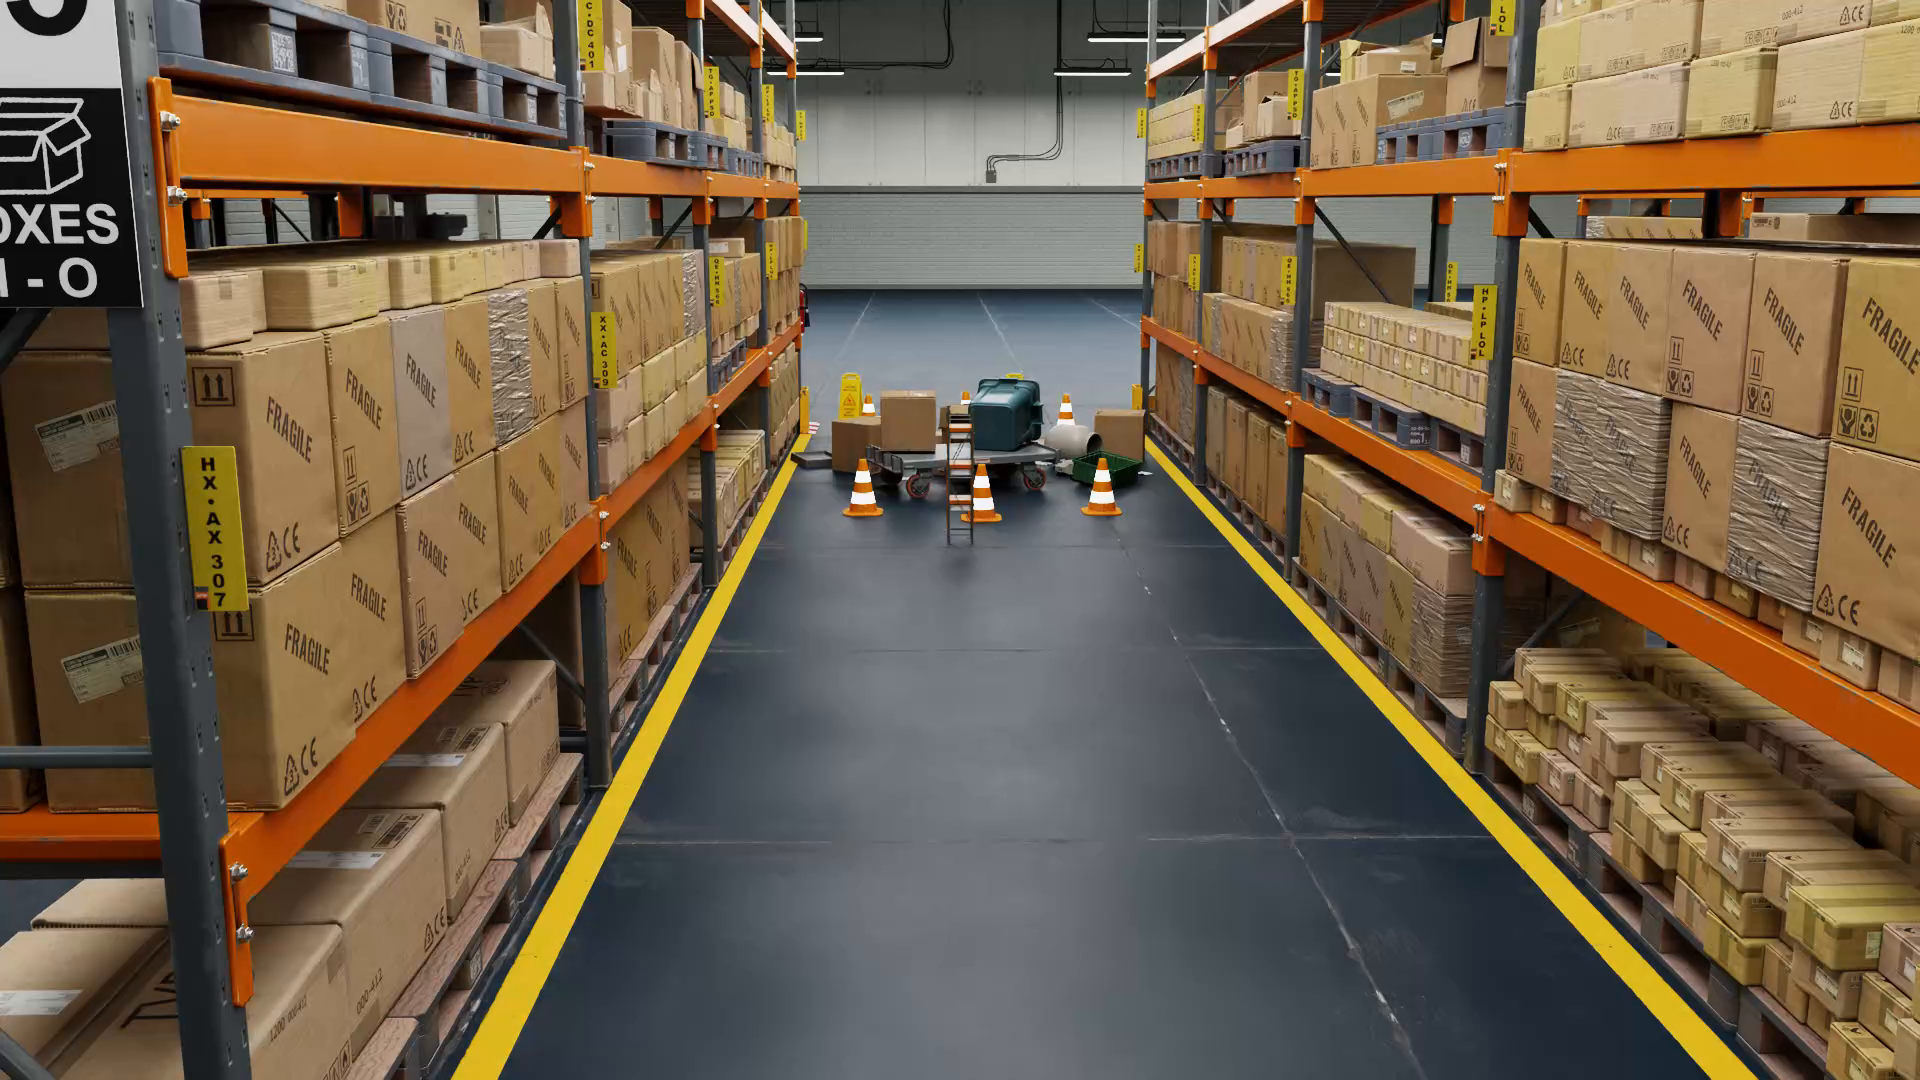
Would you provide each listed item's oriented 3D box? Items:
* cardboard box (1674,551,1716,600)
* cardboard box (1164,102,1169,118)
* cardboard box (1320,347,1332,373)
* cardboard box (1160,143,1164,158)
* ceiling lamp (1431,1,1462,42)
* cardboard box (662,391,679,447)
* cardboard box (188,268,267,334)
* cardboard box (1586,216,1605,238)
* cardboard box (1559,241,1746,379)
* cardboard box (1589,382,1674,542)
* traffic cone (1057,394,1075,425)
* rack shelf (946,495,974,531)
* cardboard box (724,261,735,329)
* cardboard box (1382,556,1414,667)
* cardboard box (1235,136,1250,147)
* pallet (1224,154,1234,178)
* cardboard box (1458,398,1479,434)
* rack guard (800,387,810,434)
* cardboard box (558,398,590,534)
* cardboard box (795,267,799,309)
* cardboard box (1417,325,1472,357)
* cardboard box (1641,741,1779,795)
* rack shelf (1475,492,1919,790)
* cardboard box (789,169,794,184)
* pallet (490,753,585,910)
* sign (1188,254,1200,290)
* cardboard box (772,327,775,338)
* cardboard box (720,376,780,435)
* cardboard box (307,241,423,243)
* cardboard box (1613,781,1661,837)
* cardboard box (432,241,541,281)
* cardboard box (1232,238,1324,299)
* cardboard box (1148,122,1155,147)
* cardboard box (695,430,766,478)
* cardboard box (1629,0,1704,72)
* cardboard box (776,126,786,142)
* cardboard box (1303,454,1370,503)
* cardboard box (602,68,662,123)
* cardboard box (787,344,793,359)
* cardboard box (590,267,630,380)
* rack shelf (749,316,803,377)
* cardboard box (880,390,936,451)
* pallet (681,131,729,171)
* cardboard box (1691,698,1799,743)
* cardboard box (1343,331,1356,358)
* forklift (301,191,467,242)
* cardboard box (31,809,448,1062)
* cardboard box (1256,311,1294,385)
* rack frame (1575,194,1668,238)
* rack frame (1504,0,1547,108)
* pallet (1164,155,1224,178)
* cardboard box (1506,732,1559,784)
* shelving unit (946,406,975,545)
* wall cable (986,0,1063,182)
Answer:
[{"bbox_3d":[2.665,0.104,5.636,0.380,0.149,0.250,0,11,1],"label":"cardboard box"},{"bbox_3d":[2.325,-4.450,17.221,0.380,0.149,0.250,0,11,-2],"label":"cardboard box"},{"bbox_3d":[2.584,-1.180,10.907,0.380,0.149,0.250,0,11,-2],"label":"cardboard box"},{"bbox_3d":[2.319,-4.109,17.548,0.380,0.149,0.250,0,11,-1],"label":"cardboard box"},{"bbox_3d":[10.658,-11.838,34.095,2.000,3.185,0.800,0,11,-1],"label":"ceiling lamp"},{"bbox_3d":[-1.841,-0.671,9.198,0.500,0.250,0.500,0,11,-2],"label":"cardboard box"},{"bbox_3d":[-1.812,-0.537,3.763,0.380,0.149,0.250,0,11,0],"label":"cardboard box"},{"bbox_3d":[7.311,-3.352,18.523,0.500,0.500,0.500,0,11,-1],"label":"cardboard box"},{"bbox_3d":[2.651,-0.883,6.353,0.500,0.500,0.500,-1,11,-3],"label":"cardboard box"},{"bbox_3d":[2.609,-0.289,5.938,0.500,0.500,0.500,0,11,-2],"label":"cardboard box"},{"bbox_3d":[1.202,-1.423,18.908,0.336,0.463,0.334,0,11,-1],"label":"traffic cone"},{"bbox_3d":[0.001,-0.221,12.960,0.215,0.259,0.240,0,11,-1],"label":"rack shelf"},{"bbox_3d":[-1.984,-1.847,12.562,0.500,0.500,0.500,0,11,0],"label":"cardboard box"},{"bbox_3d":[2.582,0.379,8.876,0.500,0.500,0.500,-1,11,-2],"label":"cardboard box"},{"bbox_3d":[2.467,-3.377,13.939,0.250,0.149,0.380,0,11,-1],"label":"cardboard box"},{"bbox_3d":[2.762,-3.176,14.109,0.805,0.209,1.217,-1,11,-3],"label":"pallet"},{"bbox_3d":[2.647,-0.604,8.070,0.380,0.149,0.250,0,11,-1],"label":"cardboard box"},{"bbox_3d":[-2.334,-1.497,19.179,1.175,0.500,0.348,0,11,-1],"label":"rack guard"},{"bbox_3d":[-1.823,-0.309,6.788,0.500,0.500,0.500,0,11,-1],"label":"cardboard box"},{"bbox_3d":[-2.049,-2.825,18.440,0.500,0.500,0.500,0,11,-2],"label":"cardboard box"},{"bbox_3d":[2.638,-1.051,8.775,0.380,0.149,0.250,-1,11,-3],"label":"cardboard box"},{"bbox_3d":[2.700,0.839,5.998,0.380,0.149,0.250,-1,11,-4],"label":"cardboard box"},{"bbox_3d":[2.900,0.358,5.559,1.077,0.370,4.000,0,11,-1],"label":"rack shelf"},{"bbox_3d":[-2.011,-3.965,18.145,0.380,0.149,0.250,0,11,-1],"label":"cardboard box"},{"bbox_3d":[-2.150,1.167,6.778,1.003,0.211,1.213,0,11,-1],"label":"pallet"},{"bbox_3d":[2.139,-2.443,15.179,0.100,0.325,0.005,0,11,-1],"label":"sign"},{"bbox_3d":[-2.002,-2.035,16.175,0.380,0.149,0.250,0,11,1],"label":"cardboard box"},{"bbox_3d":[-1.995,-1.286,15.827,0.500,0.500,0.500,0,11,2],"label":"cardboard box"},{"bbox_3d":[-2.320,-1.094,6.508,0.380,0.149,0.250,0,11,0],"label":"cardboard box"},{"bbox_3d":[2.609,0.984,6.030,0.380,0.149,0.250,0,11,-2],"label":"cardboard box"},{"bbox_3d":[-1.866,-1.096,6.518,0.380,0.149,0.250,0,11,0],"label":"cardboard box"},{"bbox_3d":[2.722,-2.320,14.186,0.700,0.500,0.500,0,11,-2],"label":"cardboard box"},{"bbox_3d":[2.364,-4.477,18.362,0.500,0.250,0.500,0,11,-1],"label":"cardboard box"},{"bbox_3d":[-2.240,-0.756,14.792,0.950,0.372,0.625,0,11,0],"label":"cardboard box"},{"bbox_3d":[2.631,-1.738,5.656,0.500,0.250,0.500,0,11,0],"label":"cardboard box"},{"bbox_3d":[-1.968,-4.104,16.825,0.380,0.149,0.250,0,11,0],"label":"cardboard box"},{"bbox_3d":[2.548,-0.397,10.818,0.500,0.250,0.500,-1,11,-4],"label":"cardboard box"},{"bbox_3d":[-1.776,-2.326,8.718,0.396,0.266,0.258,1,11,4],"label":"cardboard box"},{"bbox_3d":[-1.982,-2.000,17.714,0.380,0.149,0.250,0,11,0],"label":"cardboard box"},{"bbox_3d":[-1.810,-0.979,7.575,0.500,0.500,0.500,0,11,0],"label":"cardboard box"},{"bbox_3d":[-2.295,-1.987,17.117,1.077,0.370,4.000,0,11,-1],"label":"rack shelf"},{"bbox_3d":[-0.474,-1.101,15.325,0.500,0.500,0.500,0,11,-1],"label":"cardboard box"},{"bbox_3d":[-2.104,-2.396,10.257,1.213,0.211,1.003,0,11,1],"label":"pallet"},{"bbox_3d":[3.111,0.729,6.537,0.380,0.149,0.250,0,11,1],"label":"cardboard box"},{"bbox_3d":[2.602,-1.212,10.315,0.380,0.149,0.250,-1,11,-3],"label":"cardboard box"},{"bbox_3d":[-4.810,-1.728,14.207,1.130,2.935,3.031,0,11,-2],"label":"forklift"},{"bbox_3d":[-2.146,1.181,5.082,0.875,0.438,0.875,0,11,0],"label":"cardboard box"},{"bbox_3d":[2.490,-1.424,12.281,0.500,0.500,0.500,0,11,-1],"label":"cardboard box"},{"bbox_3d":[7.572,-2.778,19.206,1.000,3.000,0.127,0,11,-1],"label":"rack frame"},{"bbox_3d":[2.859,-3.332,6.850,1.000,3.000,0.127,0,11,-1],"label":"rack frame"},{"bbox_3d":[2.665,-3.813,16.990,1.003,0.211,1.213,0,11,-1],"label":"pallet"},{"bbox_3d":[2.551,0.926,7.064,0.380,0.149,0.250,0,11,1],"label":"cardboard box"},{"bbox_3d":[0.001,-0.504,12.902,0.215,1.050,0.252,0,11,-1],"label":"shelving unit"},{"bbox_3d":[1.948,-13.771,49.751,2.305,6.003,0.169,0,11,-1],"label":"wall cable"}]
